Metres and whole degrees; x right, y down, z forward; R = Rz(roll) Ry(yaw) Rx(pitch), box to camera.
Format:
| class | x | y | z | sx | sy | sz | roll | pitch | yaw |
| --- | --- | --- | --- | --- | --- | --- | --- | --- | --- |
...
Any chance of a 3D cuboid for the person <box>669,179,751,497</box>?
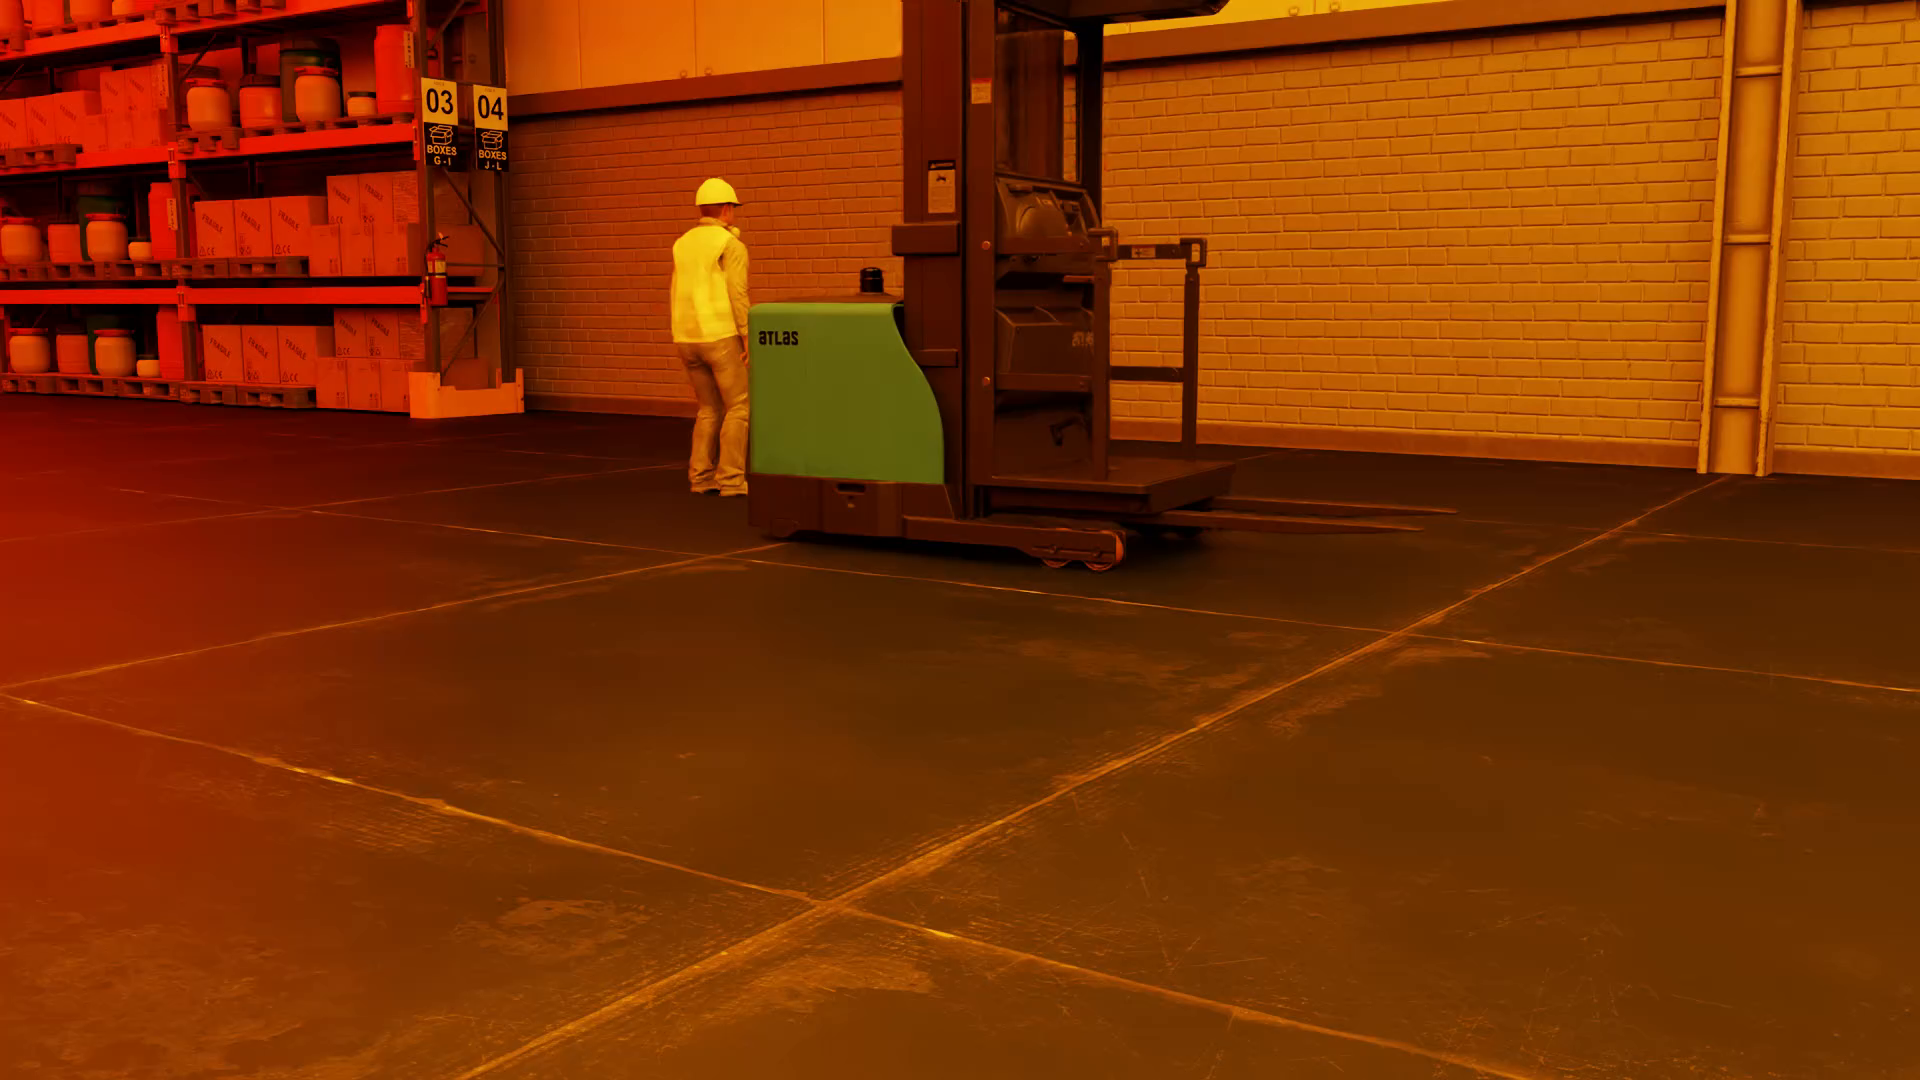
| class | x | y | z | sx | sy | sz | roll | pitch | yaw |
| --- | --- | --- | --- | --- | --- | --- | --- | --- | --- |
| person | -1.381 | -1.143 | 9.384 | 0.619 | 1.764 | 0.449 | 7 | 10 | 39 |

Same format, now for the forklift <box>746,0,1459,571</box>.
| class | x | y | z | sx | sy | sz | roll | pitch | yaw |
| --- | --- | --- | --- | --- | --- | --- | --- | --- | --- |
| forklift | 0.570 | -1.410 | 7.109 | 3.031 | 2.935 | 1.130 | 4 | 9 | 28 |
